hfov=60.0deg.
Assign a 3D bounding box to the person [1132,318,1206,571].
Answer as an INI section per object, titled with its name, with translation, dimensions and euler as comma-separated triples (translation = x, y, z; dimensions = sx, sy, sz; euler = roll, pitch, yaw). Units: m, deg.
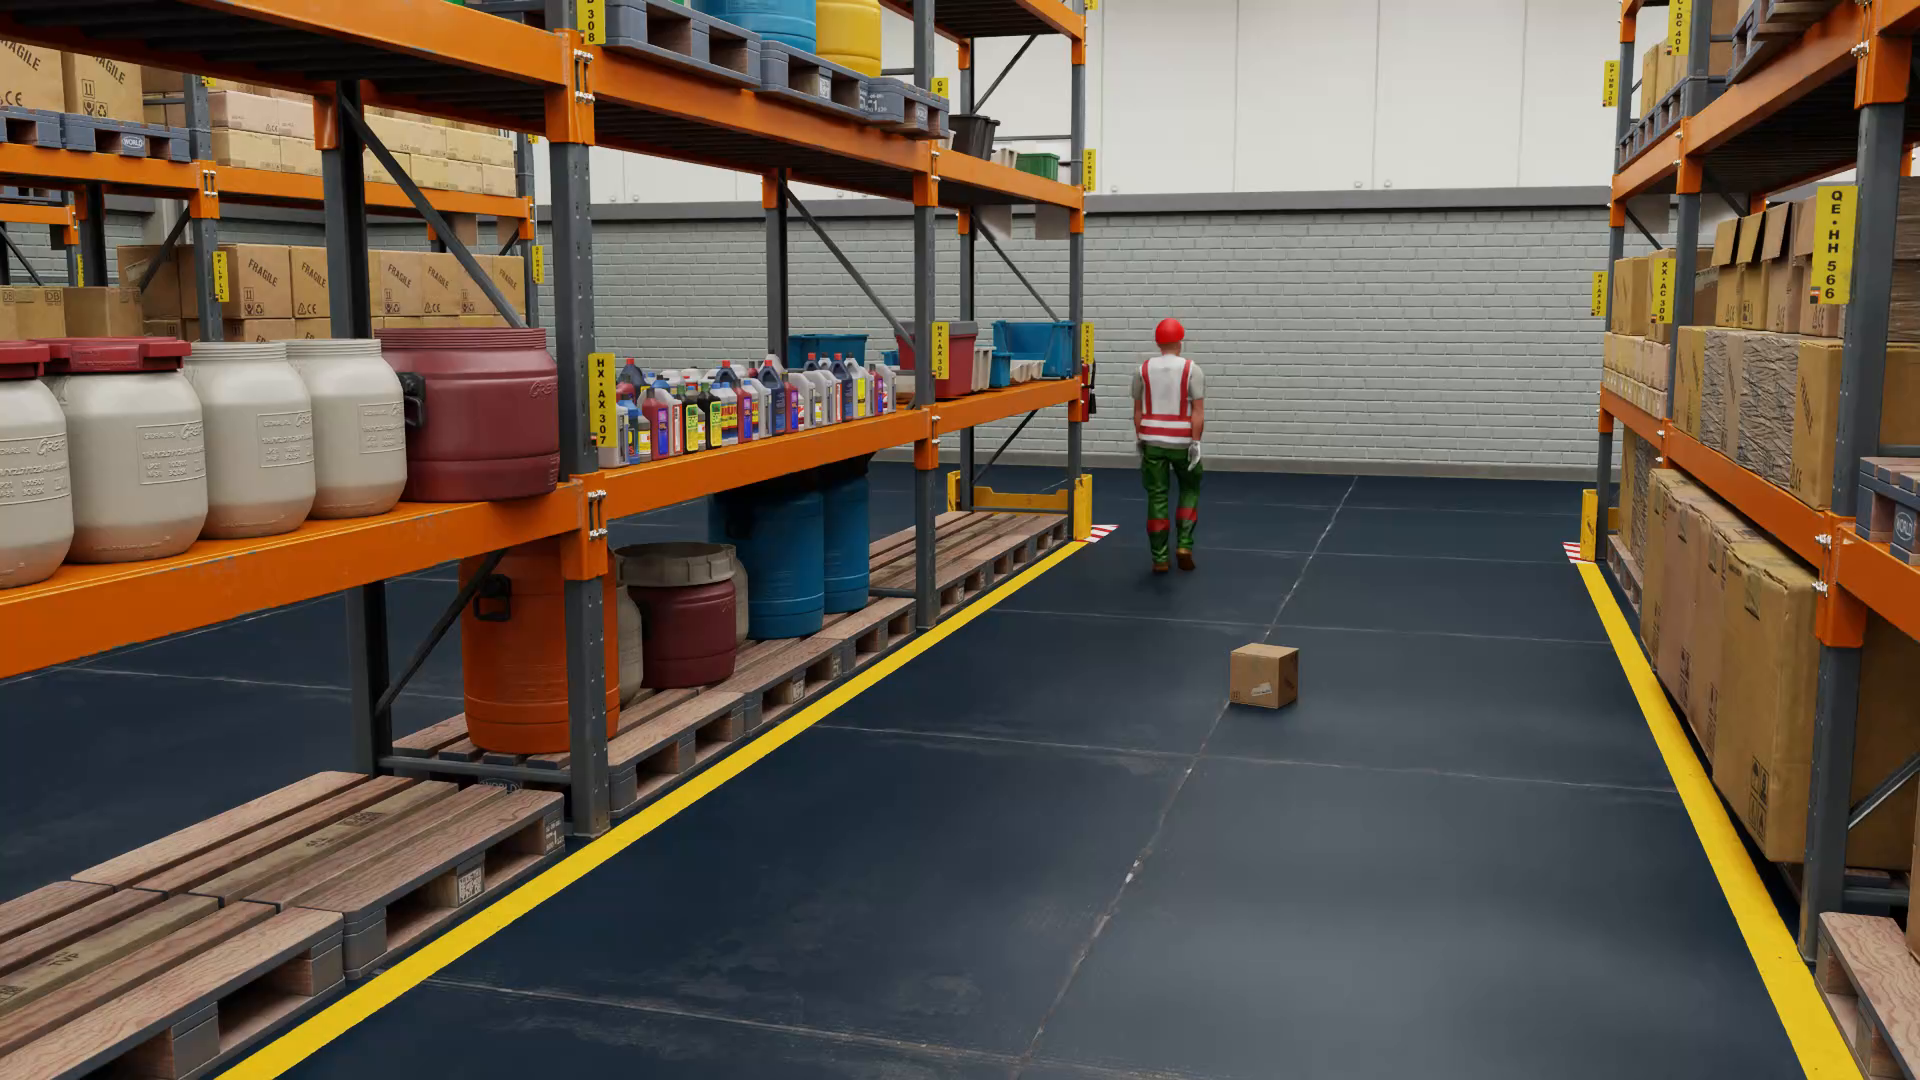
[person]
translation = 1.485, -0.658, 11.823
dimensions = 0.523, 1.830, 0.513
euler = 2, 8, 13
